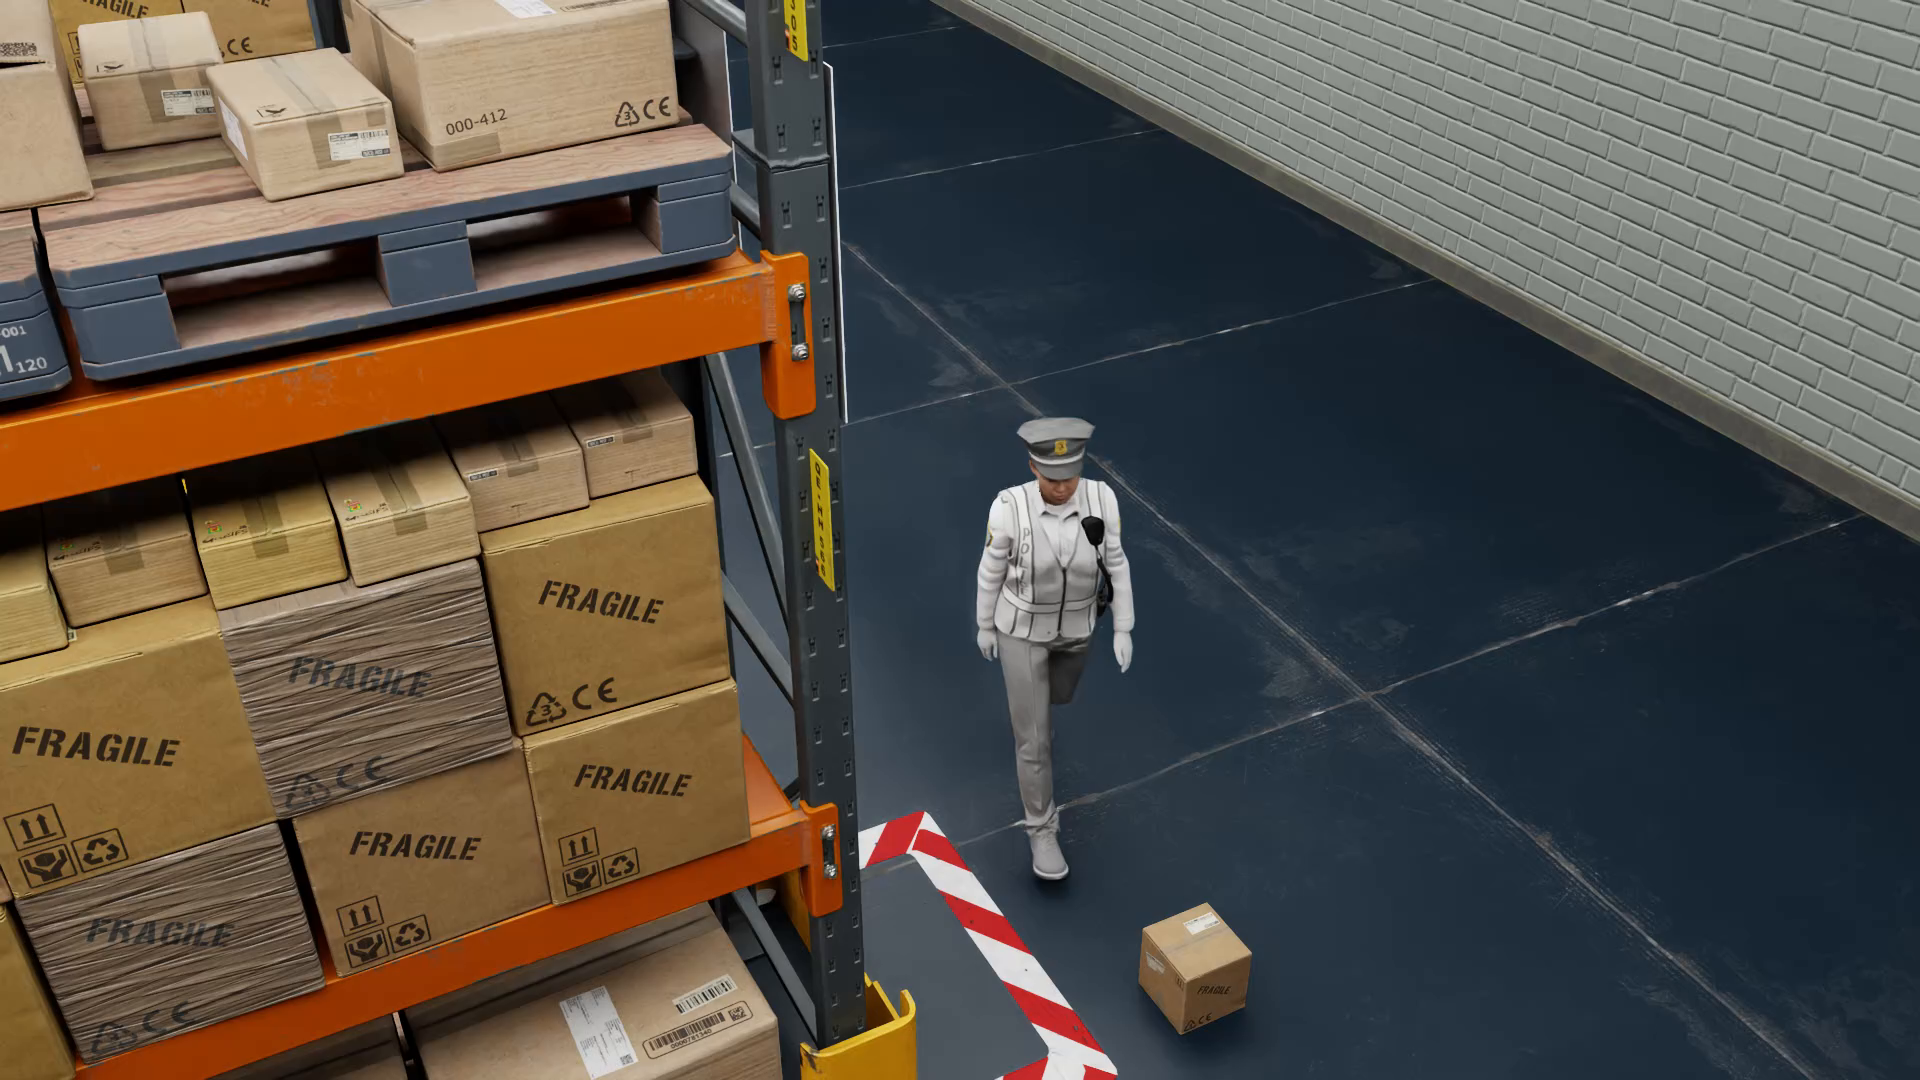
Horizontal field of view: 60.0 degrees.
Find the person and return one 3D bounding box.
[{"bbox_3d":[0.317,0.272,5.724,0.508,1.640,0.954,-9,34,-14],"label":"person"}]
